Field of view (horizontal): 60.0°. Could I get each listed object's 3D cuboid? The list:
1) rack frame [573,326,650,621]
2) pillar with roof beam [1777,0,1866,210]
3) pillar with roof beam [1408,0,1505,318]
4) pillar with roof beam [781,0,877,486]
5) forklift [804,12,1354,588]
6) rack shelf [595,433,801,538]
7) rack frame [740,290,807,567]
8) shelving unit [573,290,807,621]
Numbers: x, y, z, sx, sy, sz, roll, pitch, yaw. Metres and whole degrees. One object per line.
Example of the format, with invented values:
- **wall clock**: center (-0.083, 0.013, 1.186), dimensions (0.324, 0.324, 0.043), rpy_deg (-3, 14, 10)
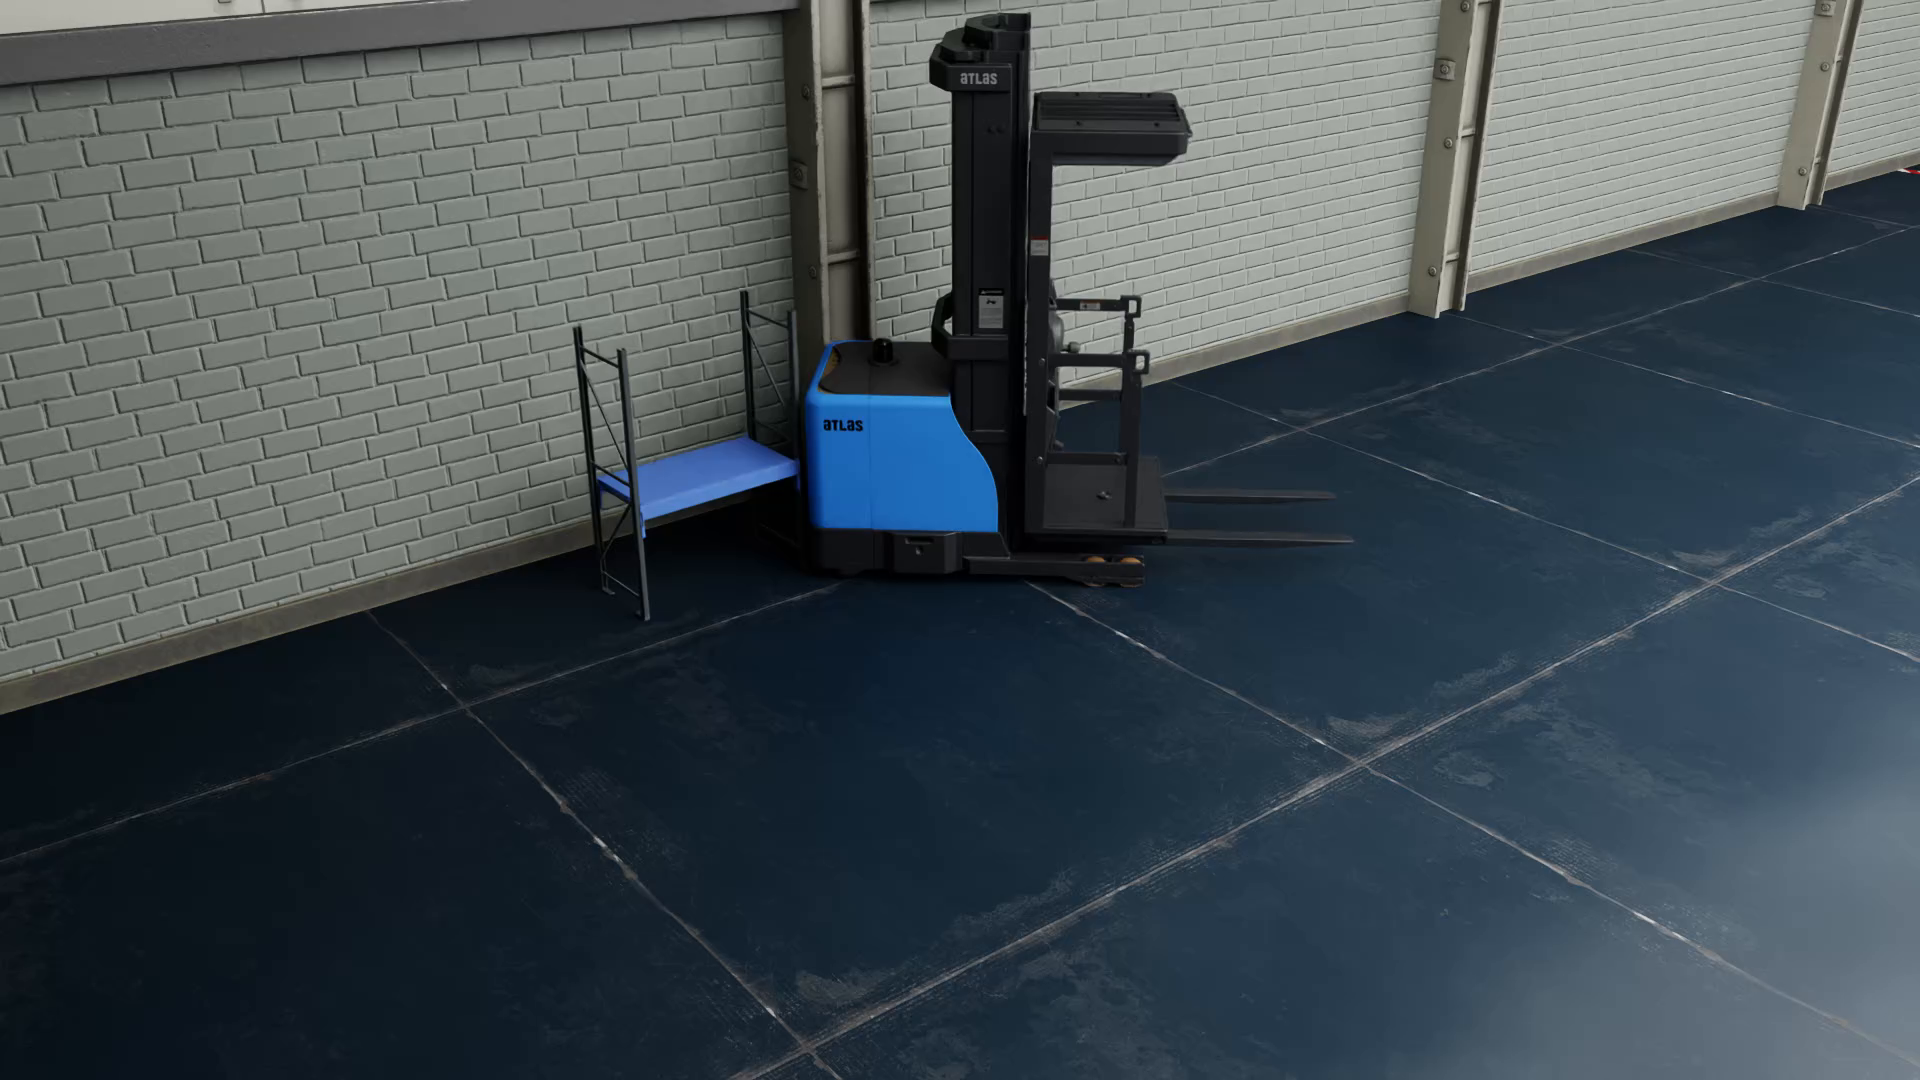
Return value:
- **rack frame**: center (-1.819, -0.336, 8.693), dimensions (0.032, 1.500, 0.500), rpy_deg (-19, 31, -36)
- **pillar with roof beam**: center (11.345, -6.139, 12.289), dimensions (0.400, 9.000, 9.100), rpy_deg (-18, 31, -34)
- **pillar with roof beam**: center (6.624, -4.581, 8.930), dimensions (0.400, 9.000, 9.100), rpy_deg (-18, 31, -34)
- **pillar with roof beam**: center (1.902, -3.022, 5.572), dimensions (0.400, 9.000, 9.100), rpy_deg (-18, 31, -34)
- **forklift**: center (0.687, -1.294, 9.057), dimensions (3.031, 2.935, 1.130), rpy_deg (1, 25, 3)
- **rack shelf**: center (-1.429, -0.311, 9.065), dimensions (1.000, 0.185, 0.538), rpy_deg (-19, 31, -36)
- **rack frame**: center (-1.039, -0.611, 9.285), dimensions (0.032, 1.500, 0.500), rpy_deg (-19, 31, -36)
- **shelving unit**: center (-1.429, -0.474, 8.989), dimensions (1.048, 1.500, 0.538), rpy_deg (-19, 31, -36)
